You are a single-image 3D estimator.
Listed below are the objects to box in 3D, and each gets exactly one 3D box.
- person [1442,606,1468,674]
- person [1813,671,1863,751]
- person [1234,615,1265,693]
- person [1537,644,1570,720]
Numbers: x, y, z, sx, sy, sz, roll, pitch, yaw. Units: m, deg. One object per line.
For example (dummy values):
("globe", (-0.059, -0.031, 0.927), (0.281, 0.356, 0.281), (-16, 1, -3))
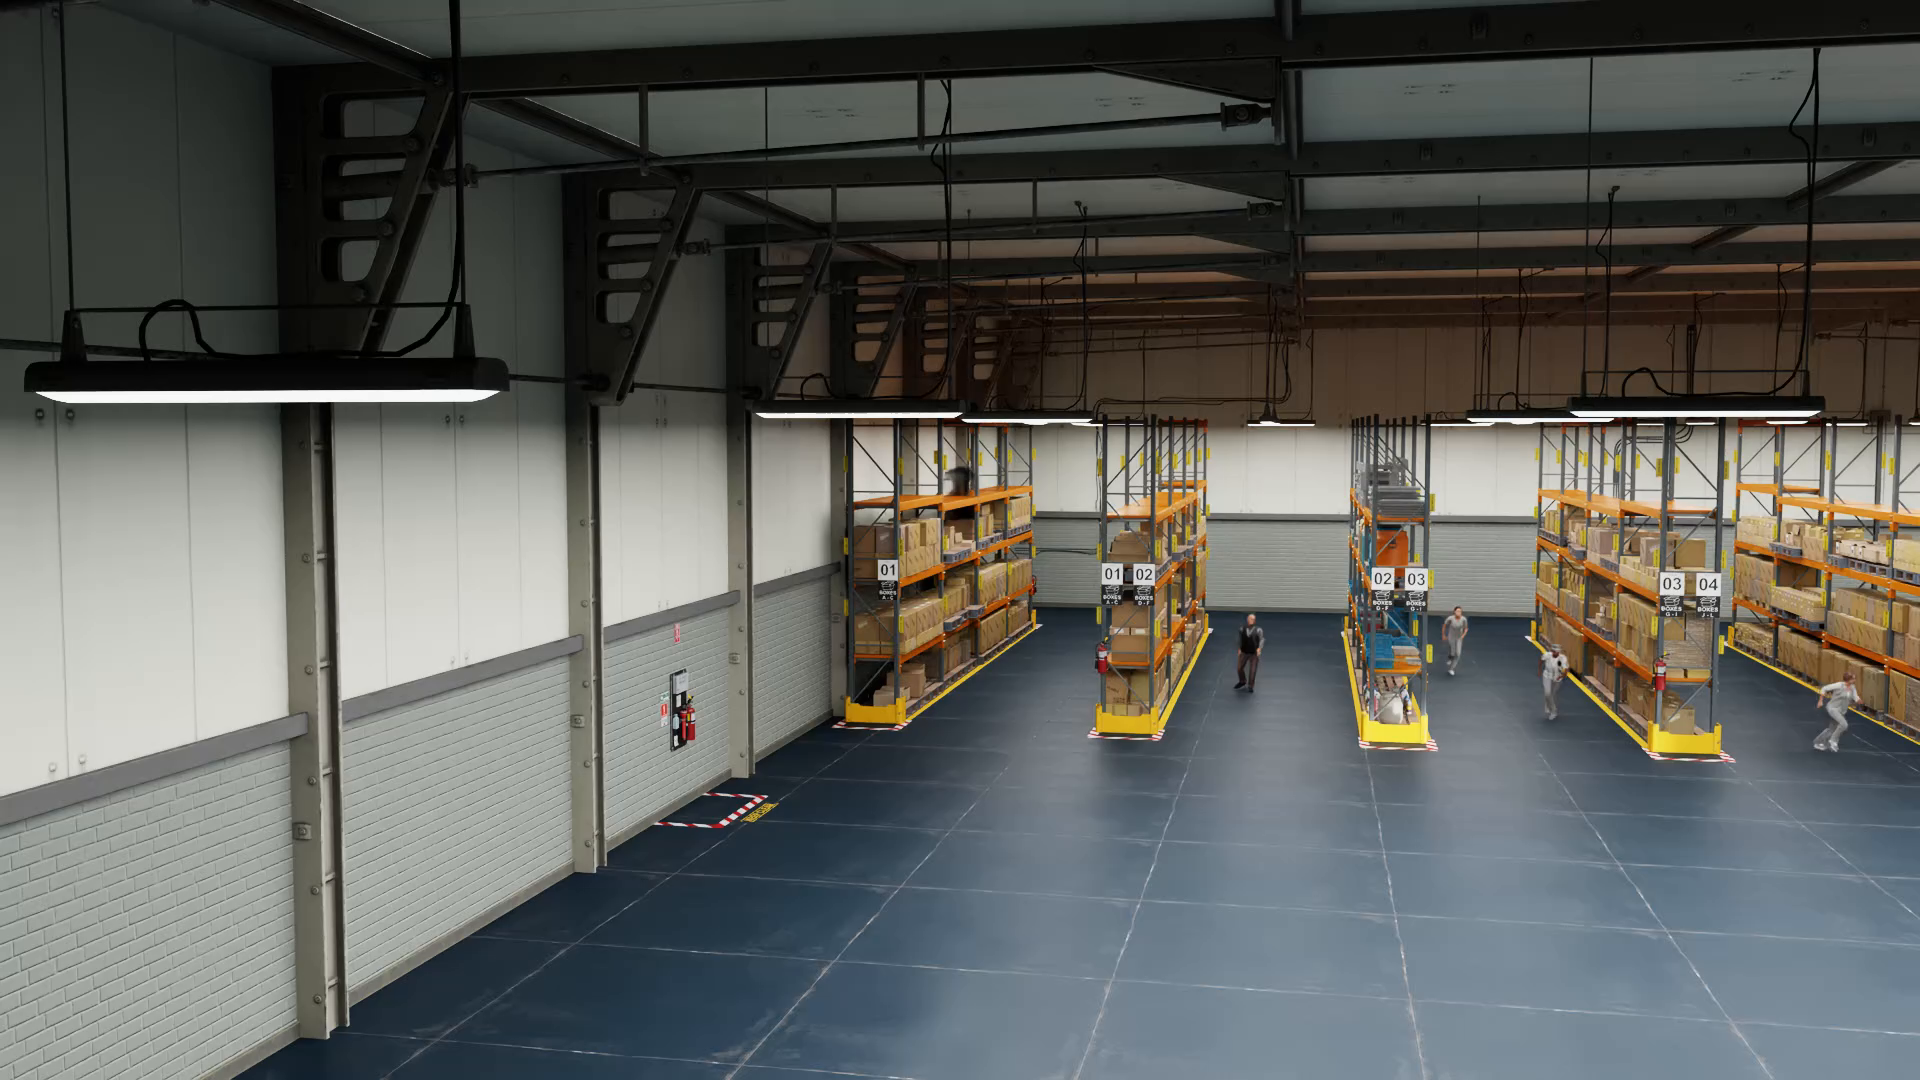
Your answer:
("person", (11.597, 2.334, 38.975), (0.544, 1.604, 0.634), (0, 4, -4))
("person", (15.498, 3.018, 29.337), (0.544, 1.461, 0.932), (-2, 4, -23))
("person", (6.267, 2.473, 36.103), (0.692, 1.711, 0.651), (1, 4, 19))
("person", (11.778, 2.767, 33.024), (0.585, 1.506, 1.009), (1, 4, 16))
